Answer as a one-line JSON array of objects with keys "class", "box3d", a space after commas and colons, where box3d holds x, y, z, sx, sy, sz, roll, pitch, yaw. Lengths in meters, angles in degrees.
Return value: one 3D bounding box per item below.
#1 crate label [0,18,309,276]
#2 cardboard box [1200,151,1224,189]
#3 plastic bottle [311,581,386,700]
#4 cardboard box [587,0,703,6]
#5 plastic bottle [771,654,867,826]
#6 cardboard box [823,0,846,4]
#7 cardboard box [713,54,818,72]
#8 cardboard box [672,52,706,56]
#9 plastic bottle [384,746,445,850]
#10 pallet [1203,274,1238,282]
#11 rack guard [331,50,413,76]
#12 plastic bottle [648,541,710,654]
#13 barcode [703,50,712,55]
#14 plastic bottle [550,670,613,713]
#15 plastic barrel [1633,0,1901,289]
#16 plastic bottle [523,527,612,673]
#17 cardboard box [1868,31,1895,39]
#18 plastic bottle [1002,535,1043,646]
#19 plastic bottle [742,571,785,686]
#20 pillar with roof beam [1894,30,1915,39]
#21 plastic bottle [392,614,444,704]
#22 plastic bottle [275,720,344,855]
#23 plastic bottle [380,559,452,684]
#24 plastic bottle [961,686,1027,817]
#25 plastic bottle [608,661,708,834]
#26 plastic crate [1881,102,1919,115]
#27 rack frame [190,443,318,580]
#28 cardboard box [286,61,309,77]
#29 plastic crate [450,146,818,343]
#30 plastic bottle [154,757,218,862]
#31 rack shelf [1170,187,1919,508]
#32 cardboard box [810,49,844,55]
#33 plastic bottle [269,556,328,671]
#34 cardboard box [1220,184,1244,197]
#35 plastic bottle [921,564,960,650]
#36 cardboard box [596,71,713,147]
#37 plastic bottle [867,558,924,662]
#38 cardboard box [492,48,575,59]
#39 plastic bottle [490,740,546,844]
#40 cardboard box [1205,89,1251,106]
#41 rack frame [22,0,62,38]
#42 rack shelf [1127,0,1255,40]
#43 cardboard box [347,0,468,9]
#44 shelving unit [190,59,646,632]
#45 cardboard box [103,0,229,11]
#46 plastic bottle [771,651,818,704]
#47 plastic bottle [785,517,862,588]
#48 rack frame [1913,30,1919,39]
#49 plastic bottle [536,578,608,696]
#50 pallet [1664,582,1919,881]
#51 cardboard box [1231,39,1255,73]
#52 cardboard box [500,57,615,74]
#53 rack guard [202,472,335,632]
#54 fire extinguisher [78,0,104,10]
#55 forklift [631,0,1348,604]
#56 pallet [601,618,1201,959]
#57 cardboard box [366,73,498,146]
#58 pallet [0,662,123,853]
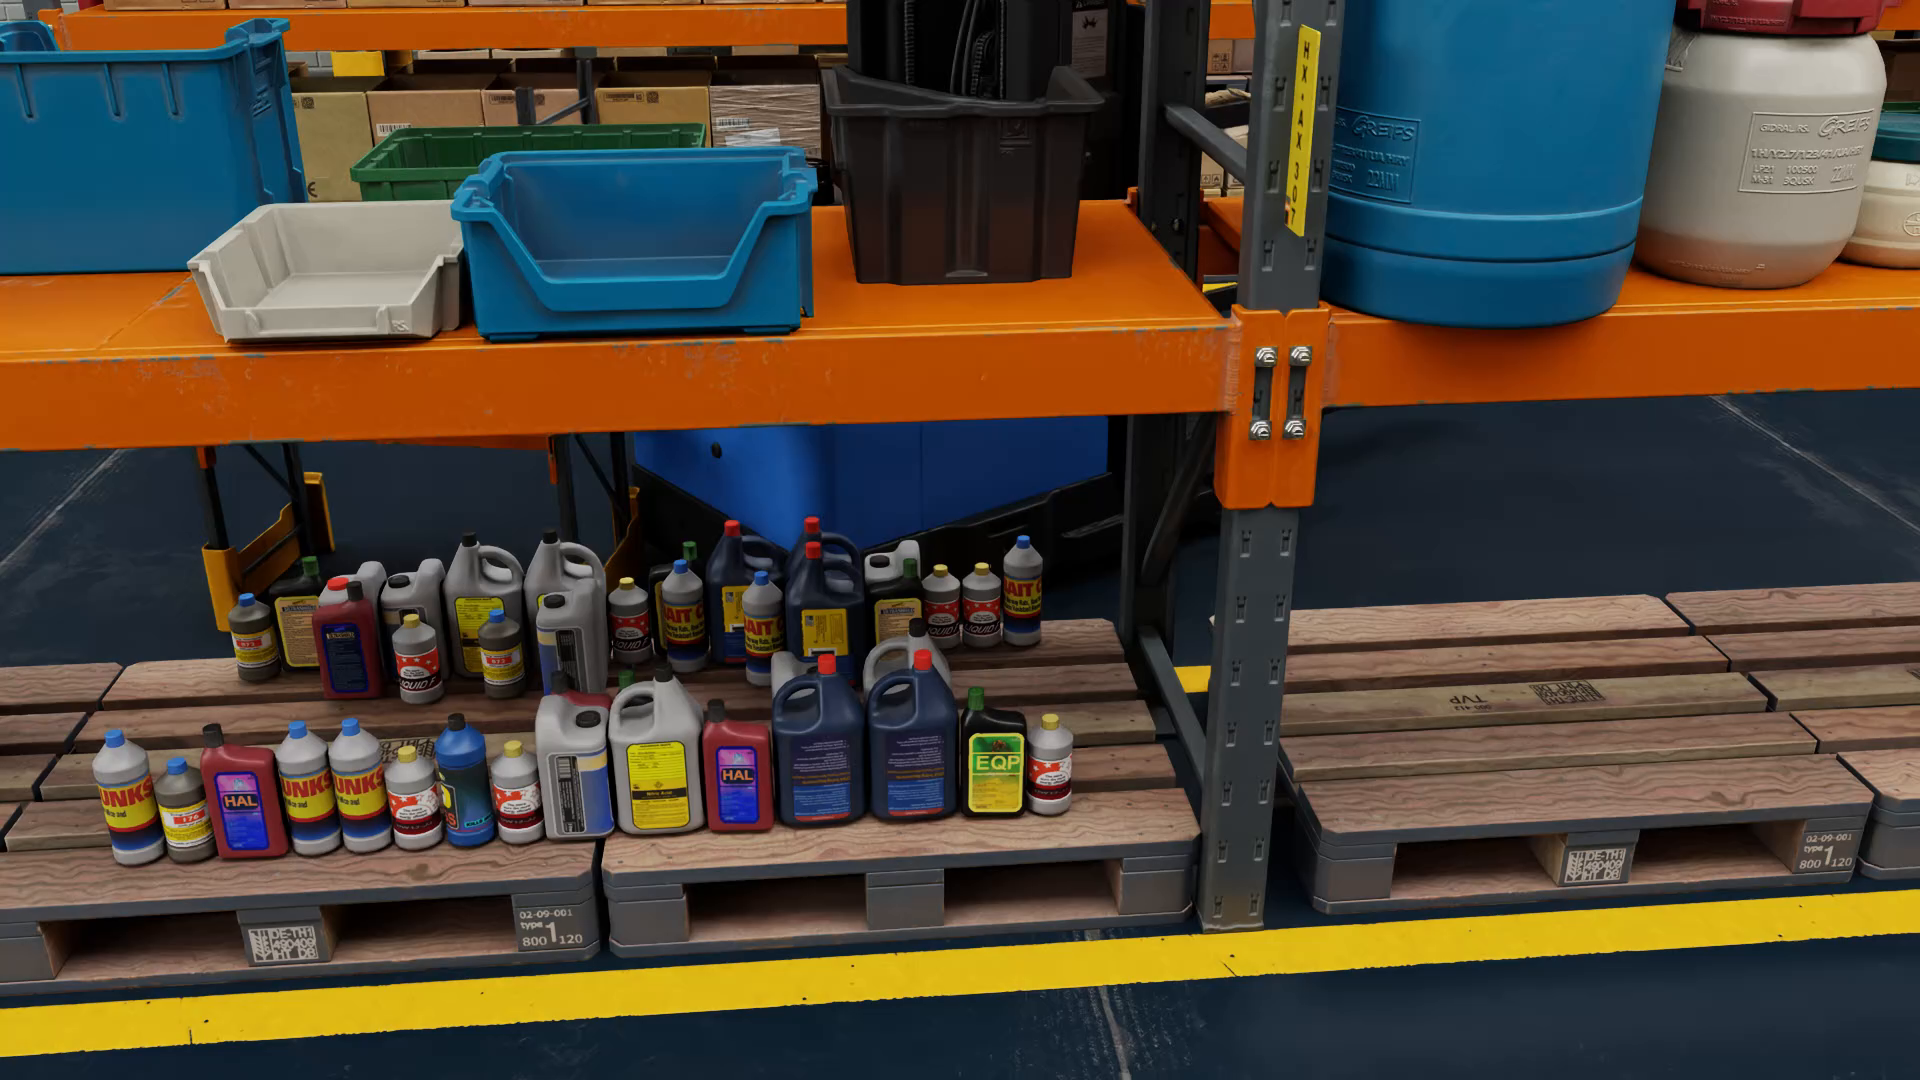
[{"class": "crate label", "box3d": [-1.661, -0.802, 3.318, 0.616, 0.435, 0.502, -2, 24, -5]}, {"class": "cardboard box", "box3d": [0.966, -1.890, 7.988, 0.500, 0.311, 0.500, -3, 24, -6]}, {"class": "plastic bottle", "box3d": [-1.417, 0.231, 3.841, 0.133, 0.283, 0.061, -2, 24, -5]}, {"class": "cardboard box", "box3d": [-1.433, -2.748, 7.617, 0.500, 0.500, 0.700, -2, 24, -4]}, {"class": "plastic bottle", "box3d": [-0.289, 0.397, 3.384, 0.185, 0.351, 0.144, -3, 24, -8]}, {"class": "cardboard box", "box3d": [-0.409, -2.790, 7.712, 0.500, 0.500, 0.700, -3, 24, -7]}, {"class": "cardboard box", "box3d": [-0.957, -2.128, 8.290, 0.500, 0.500, 0.500, -2, 24, -5]}, {"class": "cardboard box", "box3d": [-2.052, -3.610, 12.646, 0.250, 0.149, 0.380, -4, 24, -9]}, {"class": "plastic bottle", "box3d": [-1.092, 0.507, 3.321, 0.097, 0.201, 0.097, 0, 24, 0]}, {"class": "pallet", "box3d": [0.761, -1.536, 8.446, 1.213, 0.211, 1.003, -2, 24, -5]}, {"class": "rack guard", "box3d": [-4.364, -3.468, 12.437, 0.348, 0.500, 1.175, -2, 24, -5]}, {"class": "plastic bottle", "box3d": [-0.685, 0.139, 4.046, 0.133, 0.283, 0.061, -1, 24, -3]}, {"class": "barcode", "box3d": [-1.937, -3.722, 12.763, 0.075, 0.075, 0.001, -2, 24, -5]}, {"class": "plastic bottle", "box3d": [-0.783, 0.402, 3.455, 0.133, 0.283, 0.061, -2, 24, -5]}, {"class": "plastic barrel", "box3d": [1.489, -0.774, 3.132, 0.433, 0.535, 0.433, 0, 24, 0]}, {"class": "plastic bottle", "box3d": [-0.940, 0.136, 3.971, 0.185, 0.351, 0.144, -2, 24, -6]}, {"class": "cardboard box", "box3d": [6.868, -4.218, 13.175, 0.750, 0.750, 0.750, -2, 24, -5]}, {"class": "plastic bottle", "box3d": [0.155, 0.119, 4.108, 0.097, 0.271, 0.097, 0, 24, 0]}, {"class": "plastic bottle", "box3d": [-0.462, 0.202, 3.920, 0.097, 0.271, 0.097, 0, 24, 0]}, {"class": "pillar with roof beam", "box3d": [8.537, -6.465, 8.717, 0.400, 9.000, 9.100, -2, 24, -5]}, {"class": "plastic bottle", "box3d": [-1.259, 0.269, 3.855, 0.097, 0.201, 0.097, 0, 24, 0]}, {"class": "plastic bottle", "box3d": [-1.290, 0.483, 3.289, 0.097, 0.271, 0.097, 0, 24, 0]}, {"class": "plastic bottle", "box3d": [-1.290, 0.186, 3.951, 0.135, 0.276, 0.152, -3, 24, -7]}, {"class": "plastic bottle", "box3d": [0.069, 0.430, 3.392, 0.133, 0.283, 0.061, -1, 24, -3]}, {"class": "plastic bottle", "box3d": [-0.610, 0.409, 3.355, 0.185, 0.351, 0.144, -2, 24, -5]}, {"class": "plastic crate", "box3d": [2.220, -0.850, 3.729, 0.662, 0.188, 0.450, -2, 24, -5]}, {"class": "rack frame", "box3d": [-2.038, -0.546, 4.632, 0.032, 1.500, 0.500, 3, 24, 6]}, {"class": "cardboard box", "box3d": [-3.444, -2.025, 8.058, 0.500, 0.500, 0.500, -2, 24, -5]}, {"class": "plastic crate", "box3d": [-0.560, -0.541, 2.957, 0.616, 0.251, 0.499, -2, 24, -5]}, {"class": "plastic bottle", "box3d": [-1.528, 0.524, 3.281, 0.097, 0.201, 0.097, 0, 24, 0]}, {"class": "rack shelf", "box3d": [2.505, -0.514, 3.599, 4.000, 0.370, 1.077, -2, 24, -5]}, {"class": "cardboard box", "box3d": [-0.988, -3.640, 12.693, 0.250, 0.166, 0.380, -5, 25, -12]}, {"class": "plastic bottle", "box3d": [-1.567, 0.175, 3.967, 0.133, 0.283, 0.061, -2, 24, -4]}, {"class": "cardboard box", "box3d": [1.482, -1.658, 8.156, 0.500, 0.250, 0.500, -3, 24, -7]}, {"class": "plastic bottle", "box3d": [-0.048, 0.159, 4.104, 0.097, 0.201, 0.097, 0, 24, 0]}, {"class": "cardboard box", "box3d": [-1.404, -1.900, 7.775, 0.500, 0.500, 0.500, -2, 24, -5]}, {"class": "plastic bottle", "box3d": [-0.153, 0.180, 3.955, 0.133, 0.283, 0.061, -2, 24, -5]}, {"class": "cardboard box", "box3d": [-3.175, -3.594, 12.411, 0.500, 0.311, 0.500, 0, 24, -1]}, {"class": "plastic bottle", "box3d": [-0.887, 0.498, 3.339, 0.097, 0.201, 0.097, 0, 24, 0]}, {"class": "cardboard box", "box3d": [1.421, -2.131, 8.529, 0.500, 0.311, 0.500, -2, 24, -5]}, {"class": "rack frame", "box3d": [-3.949, -2.605, 7.418, 0.127, 3.000, 1.000, -2, 24, -5]}, {"class": "rack shelf", "box3d": [2.022, -2.516, 8.103, 4.000, 0.370, 1.077, -2, 24, -5]}, {"class": "cardboard box", "box3d": [-2.466, -2.705, 7.519, 0.500, 0.500, 0.700, -2, 24, -5]}, {"class": "shelving unit", "box3d": [-1.524, -0.522, 4.578, 1.083, 1.500, 0.587, 3, 24, 6]}, {"class": "cardboard box", "box3d": [-3.483, -2.664, 7.428, 0.500, 0.500, 0.700, -2, 24, -5]}, {"class": "plastic bottle", "box3d": [-0.328, 0.372, 3.532, 0.135, 0.276, 0.152, -2, 24, -5]}, {"class": "plastic bottle", "box3d": [-0.329, 0.111, 4.026, 0.185, 0.351, 0.144, -2, 24, -4]}, {"class": "rack frame", "box3d": [7.502, -5.086, 13.001, 0.127, 3.000, 1.000, -2, 24, -5]}, {"class": "plastic bottle", "box3d": [-0.900, 0.229, 3.854, 0.135, 0.276, 0.152, -2, 24, -5]}, {"class": "pallet", "box3d": [2.509, 0.414, 4.058, 1.213, 0.211, 1.003, -2, 24, -5]}, {"class": "cardboard box", "box3d": [2.286, -3.962, 13.007, 0.500, 0.500, 0.700, -2, 24, -5]}, {"class": "cardboard box", "box3d": [-1.953, -2.090, 8.205, 0.500, 0.500, 0.500, -2, 24, -5]}, {"class": "rack guard", "box3d": [-2.019, 0.026, 4.884, 0.087, 0.250, 0.587, 3, 24, 6]}, {"class": "fire extinguisher", "box3d": [-4.112, -2.753, 7.846, 0.183, 0.674, 0.296, -2, 24, -5]}, {"class": "forklift", "box3d": [0.467, -1.532, 5.087, 3.031, 2.935, 1.130, -18, 30, -35]}, {"class": "pallet", "box3d": [-0.158, 0.521, 3.817, 1.213, 0.211, 1.003, -2, 24, -5]}, {"class": "cardboard box", "box3d": [-2.400, -1.861, 7.688, 0.500, 0.500, 0.500, -2, 24, -5]}, {"class": "pallet", "box3d": [-2.586, 0.619, 3.598, 1.213, 0.211, 1.003, -2, 24, -5]}]
